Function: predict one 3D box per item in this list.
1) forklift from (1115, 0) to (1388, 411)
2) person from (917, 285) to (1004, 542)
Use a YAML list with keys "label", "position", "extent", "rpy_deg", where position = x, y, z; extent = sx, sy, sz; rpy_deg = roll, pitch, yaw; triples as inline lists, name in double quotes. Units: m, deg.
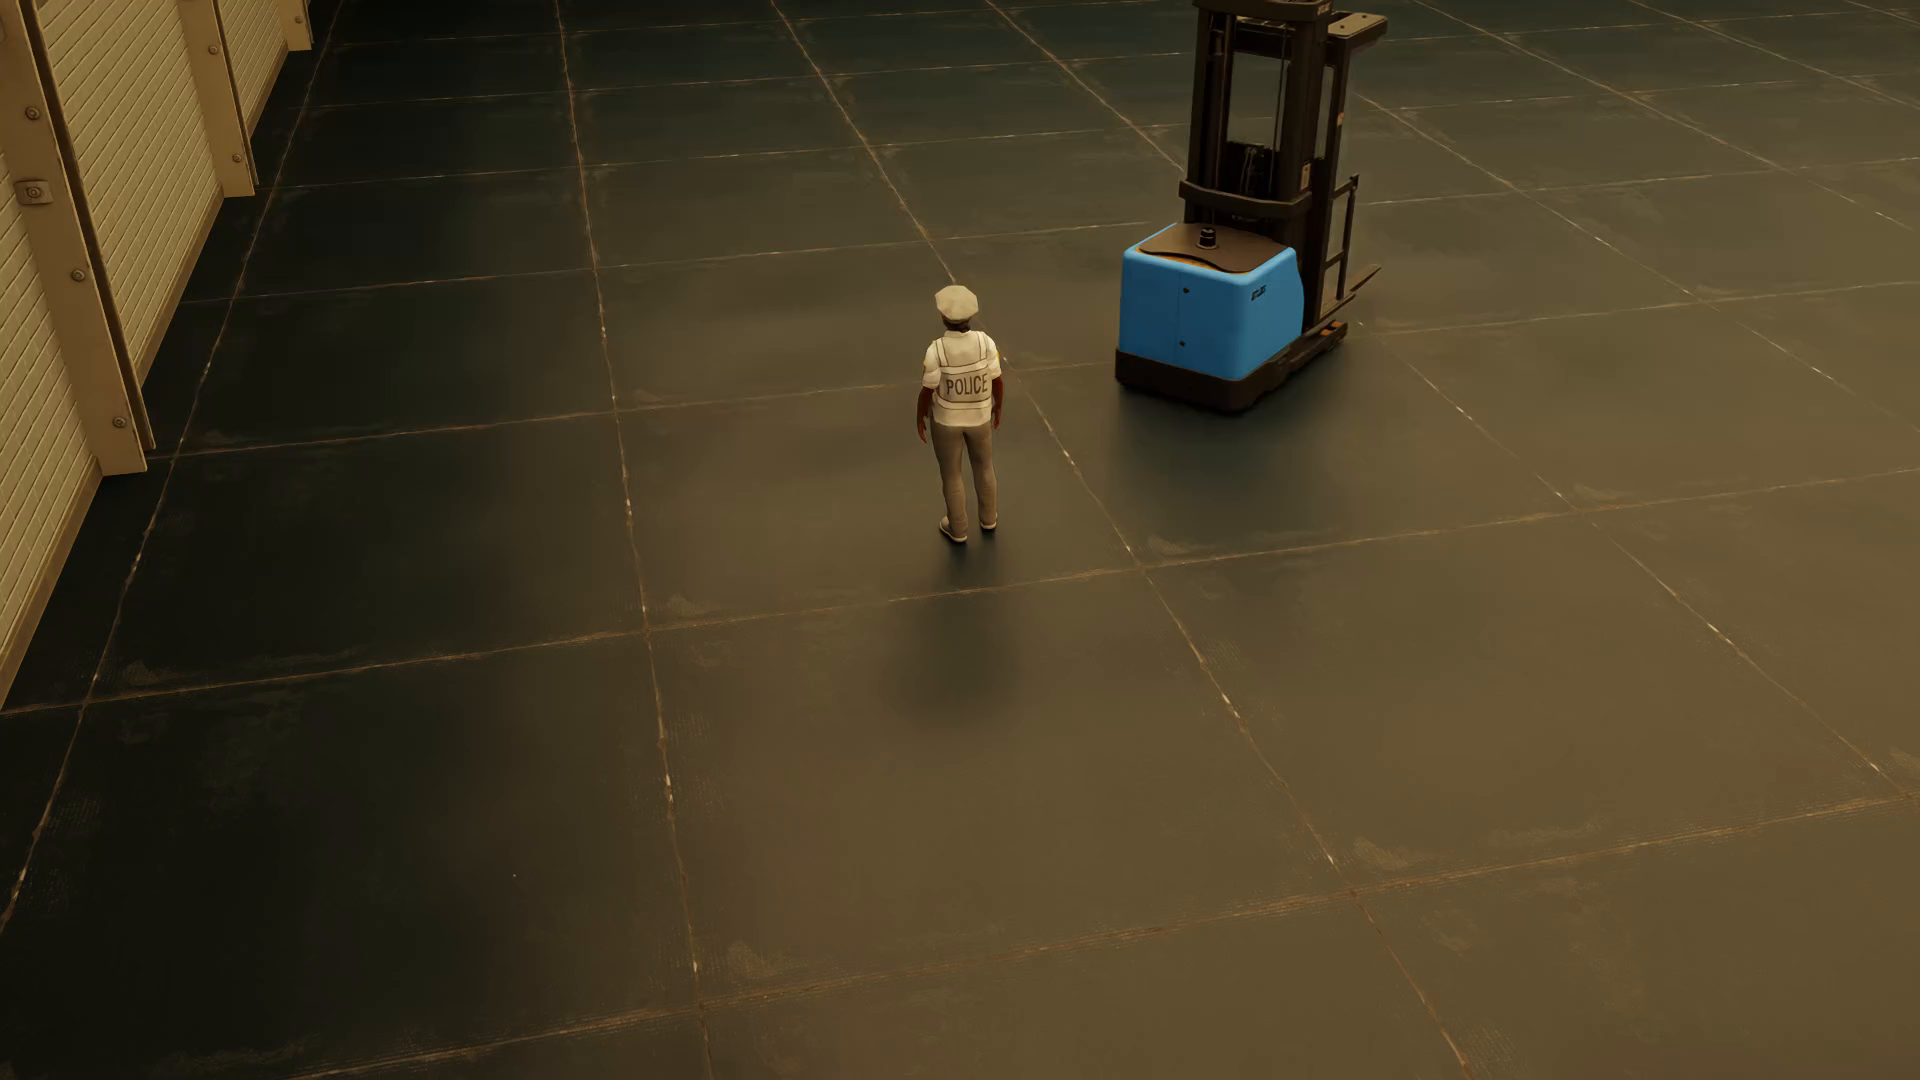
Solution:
- label: "forklift"
  position: [2.420, -2.881, 12.552]
  extent: [1.130, 2.935, 3.031]
  rpy_deg: [20, 35, 30]
- label: "person"
  position: [0.002, -0.778, 10.139]
  extent: [0.569, 1.695, 0.530]
  rpy_deg: [-7, 31, -12]
